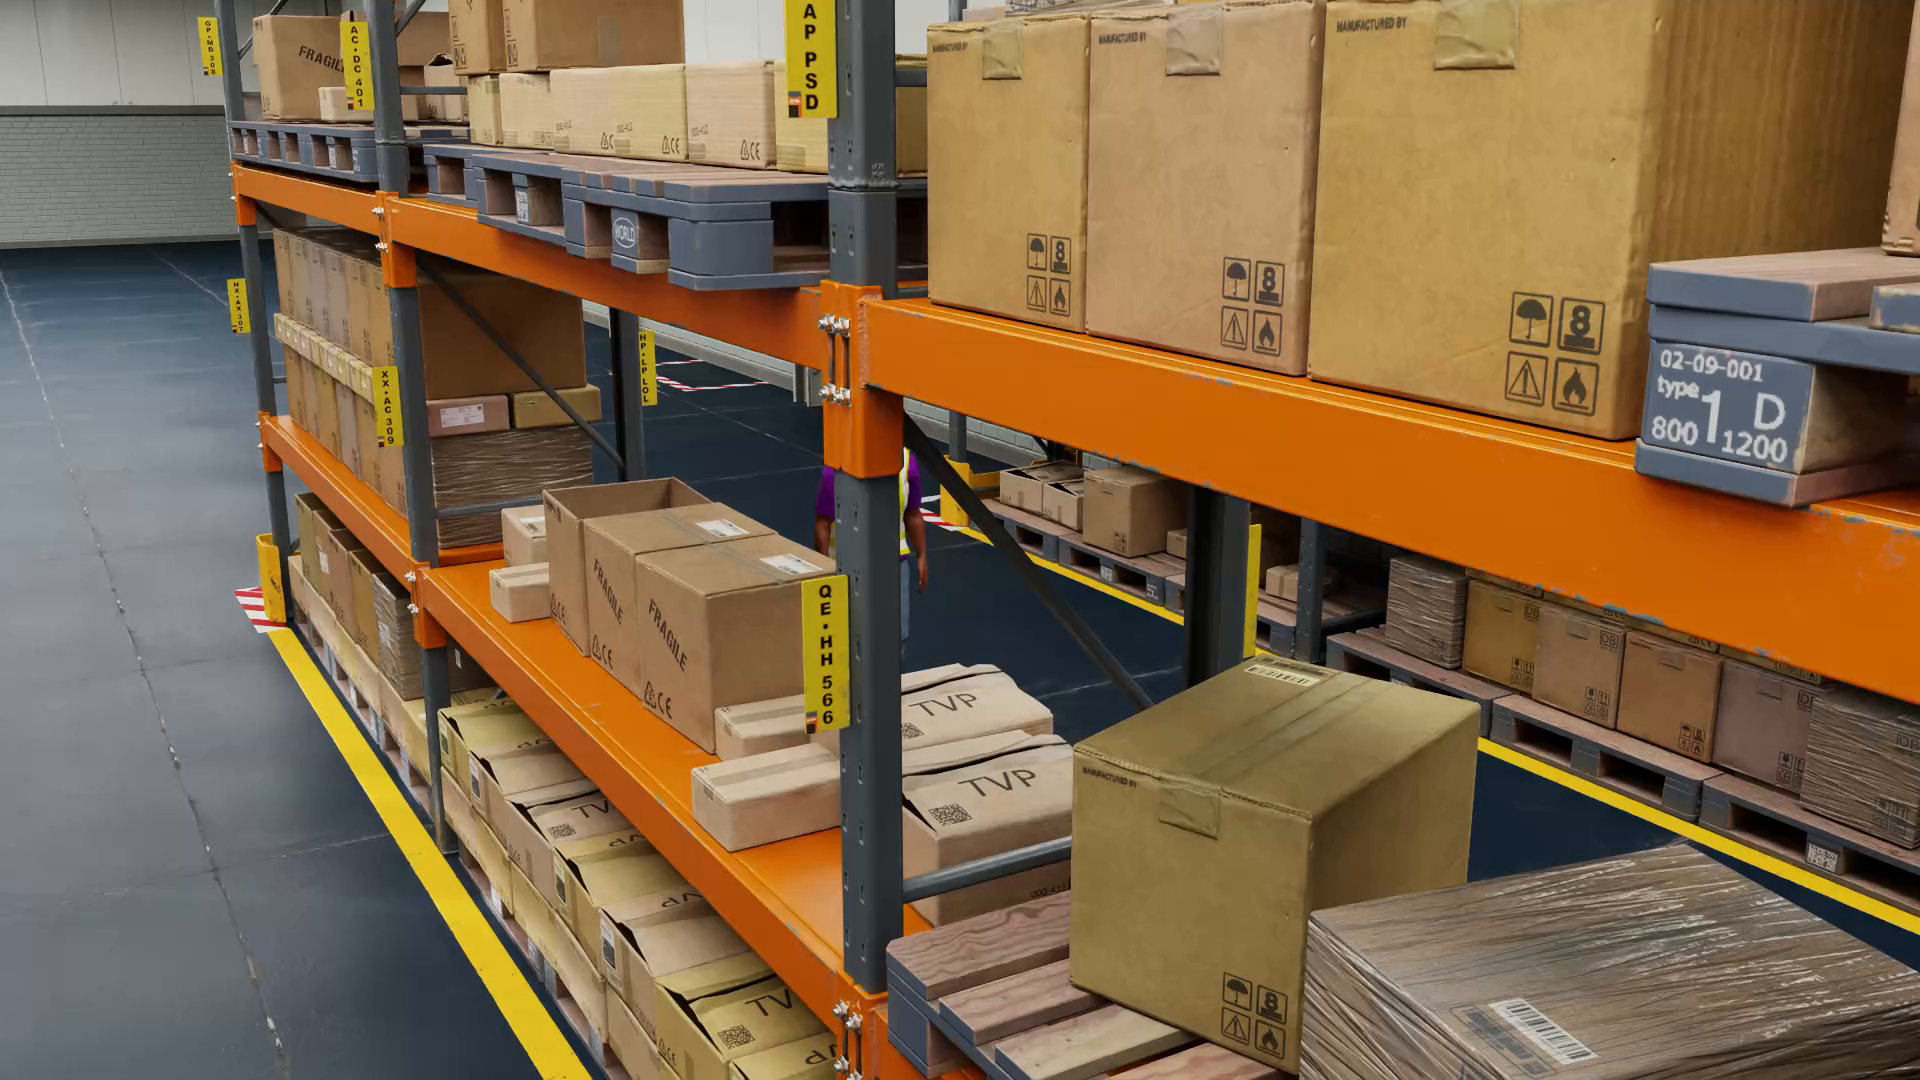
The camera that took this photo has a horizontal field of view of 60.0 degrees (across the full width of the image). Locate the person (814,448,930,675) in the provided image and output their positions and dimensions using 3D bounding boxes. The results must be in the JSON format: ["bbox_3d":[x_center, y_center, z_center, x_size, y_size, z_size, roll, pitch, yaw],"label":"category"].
[{"bbox_3d":[-0.442,0.131,8.487,0.627,1.758,0.456,-9,17,-29],"label":"person"}]
